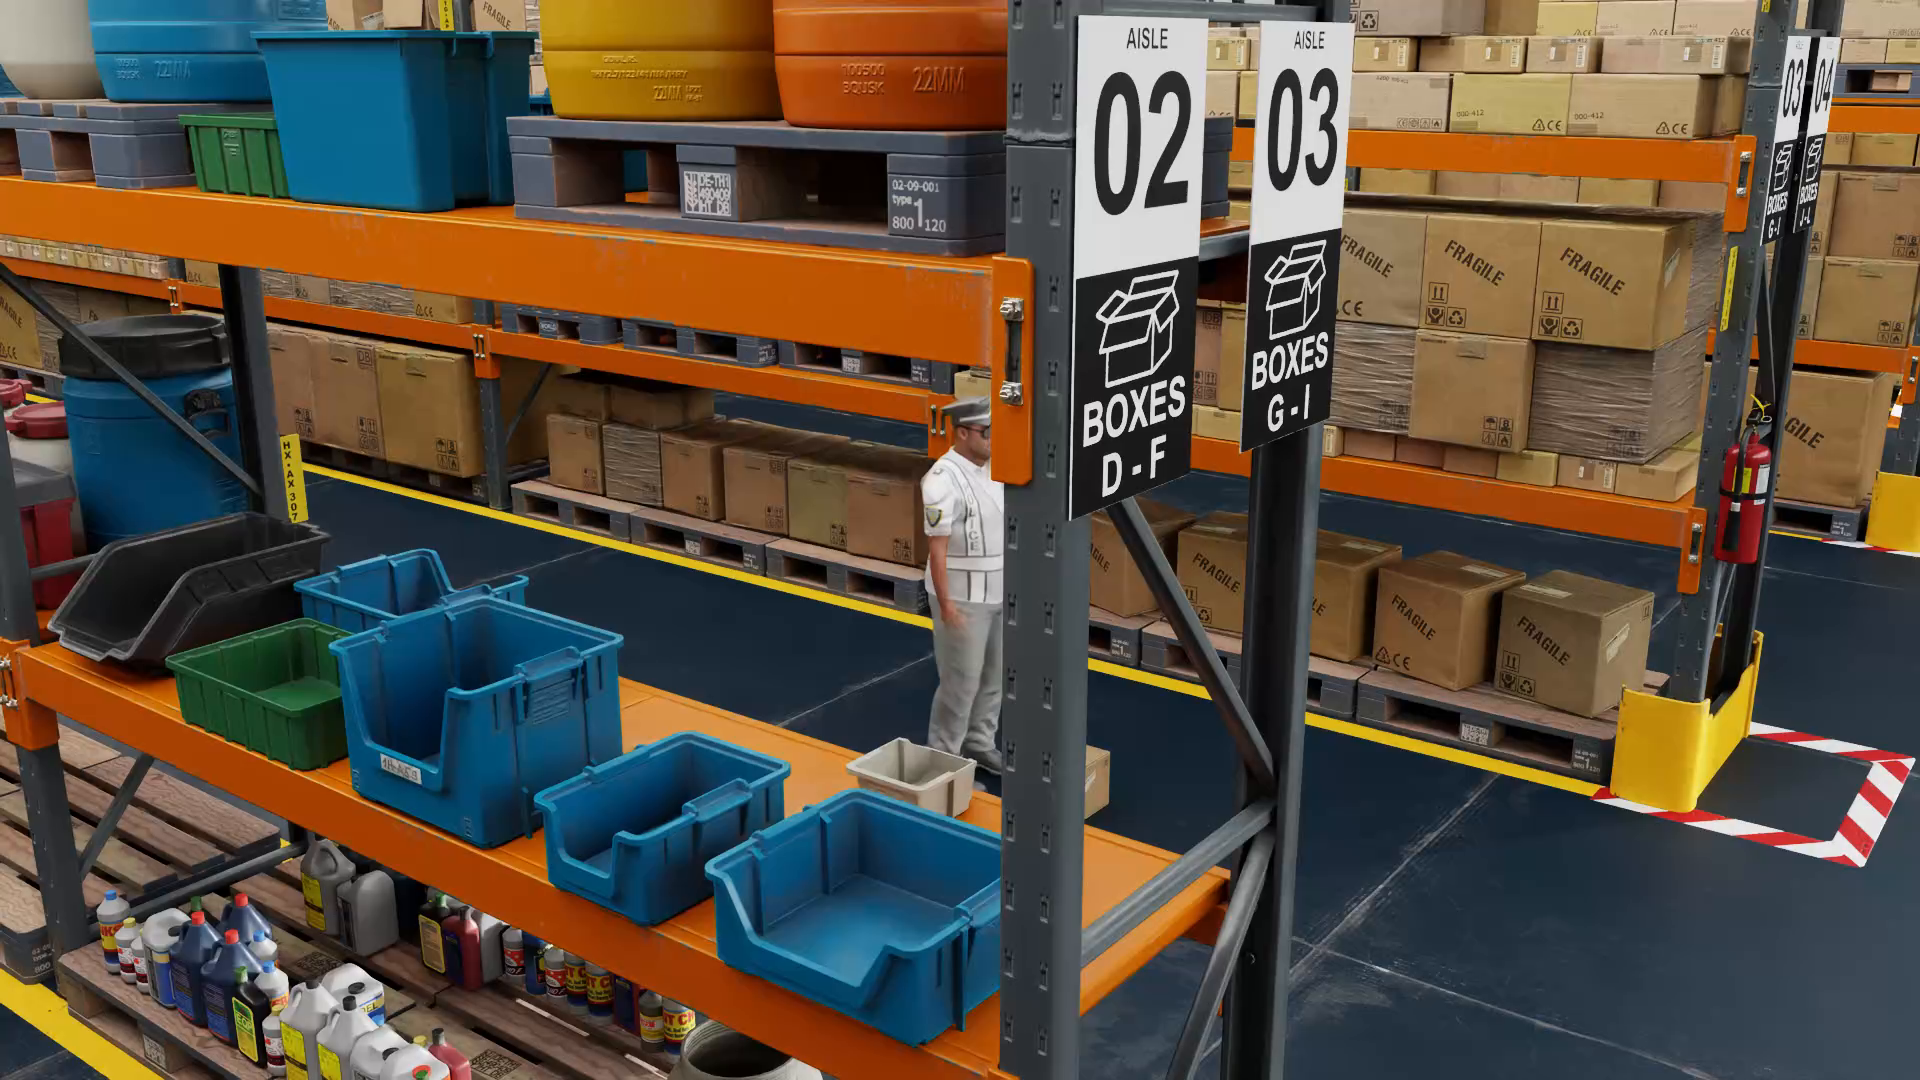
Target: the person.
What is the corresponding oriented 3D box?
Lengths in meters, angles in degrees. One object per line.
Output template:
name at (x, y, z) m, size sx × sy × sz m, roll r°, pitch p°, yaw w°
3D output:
person at (0.081, 0.227, 7.247) m, size 0.393 × 1.760 × 0.527 m, roll 12°, pitch 20°, yaw 36°
